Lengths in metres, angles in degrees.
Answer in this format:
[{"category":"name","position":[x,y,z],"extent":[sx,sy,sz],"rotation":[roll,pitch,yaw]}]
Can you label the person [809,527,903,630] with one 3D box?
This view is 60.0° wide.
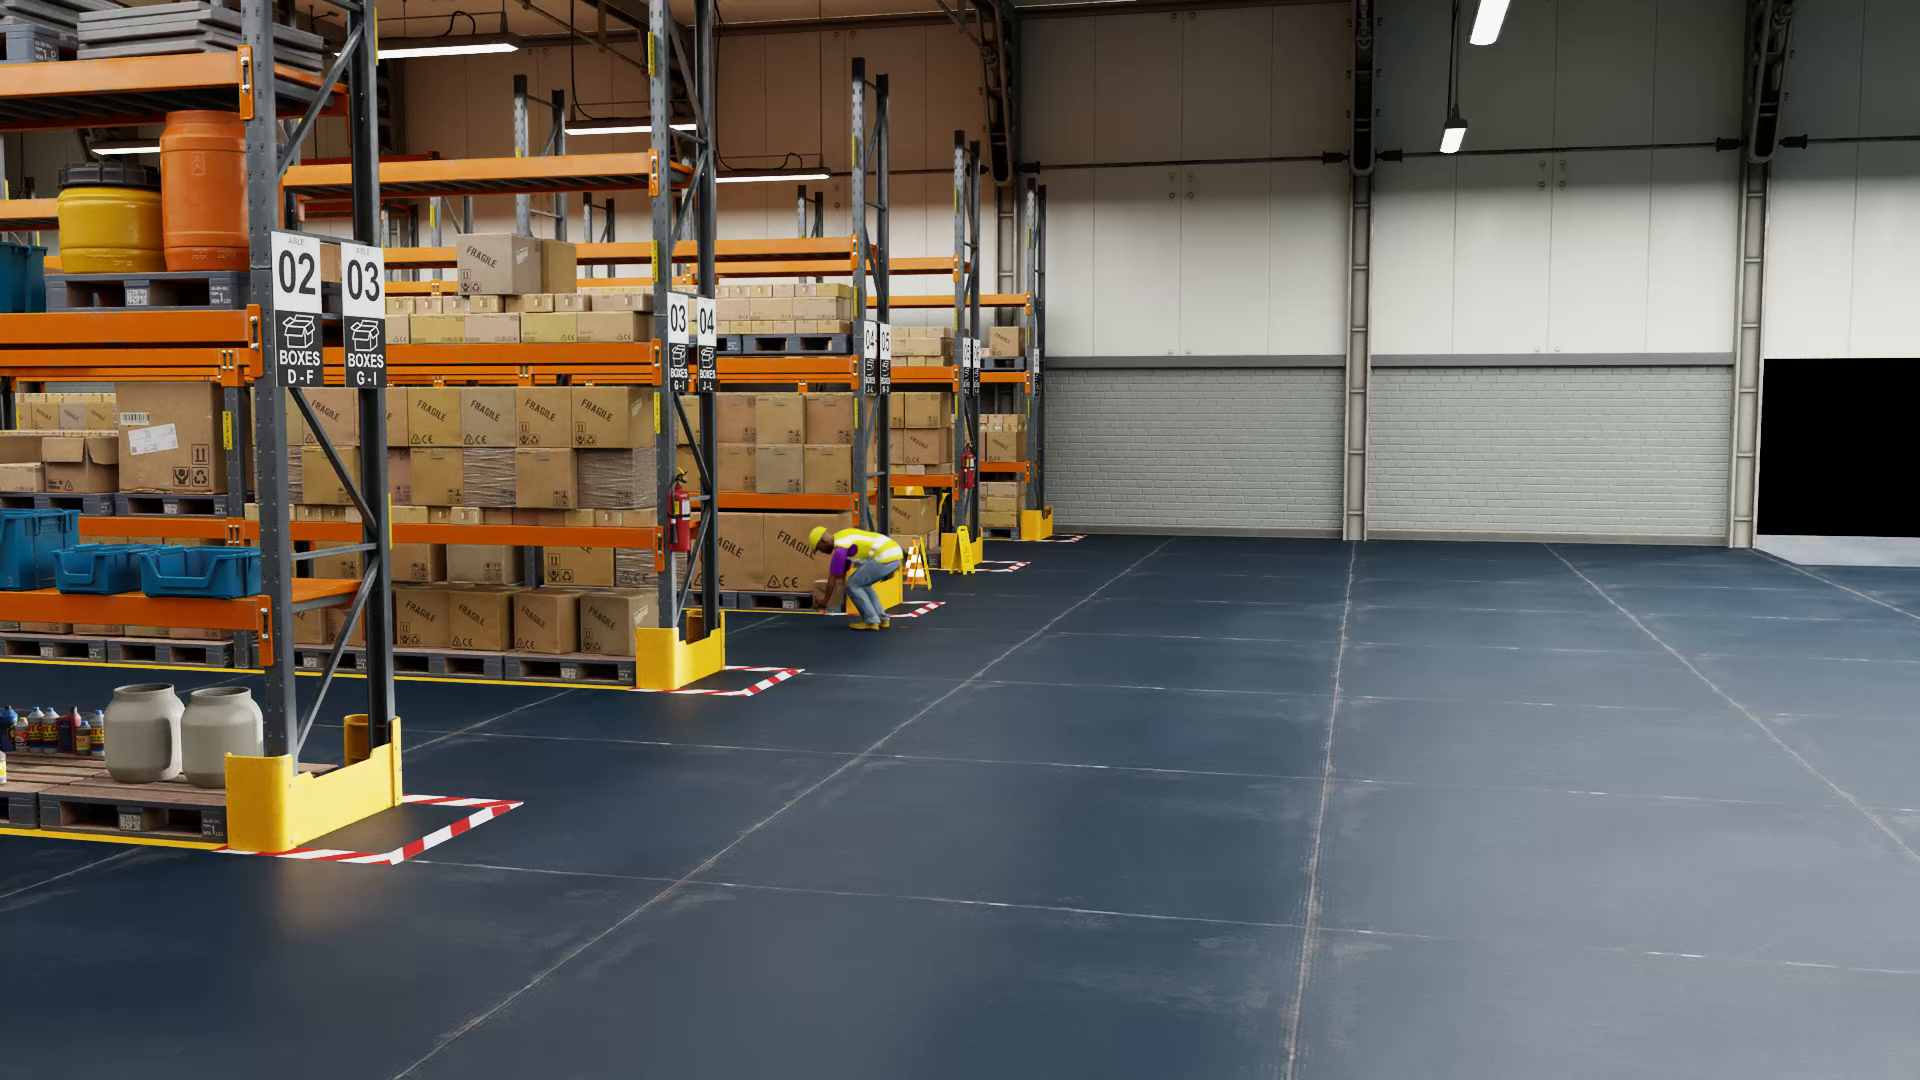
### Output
[{"category":"person","position":[-1.074,0.390,17.081],"extent":[0.965,1.041,0.522],"rotation":[1,5,11]}]
